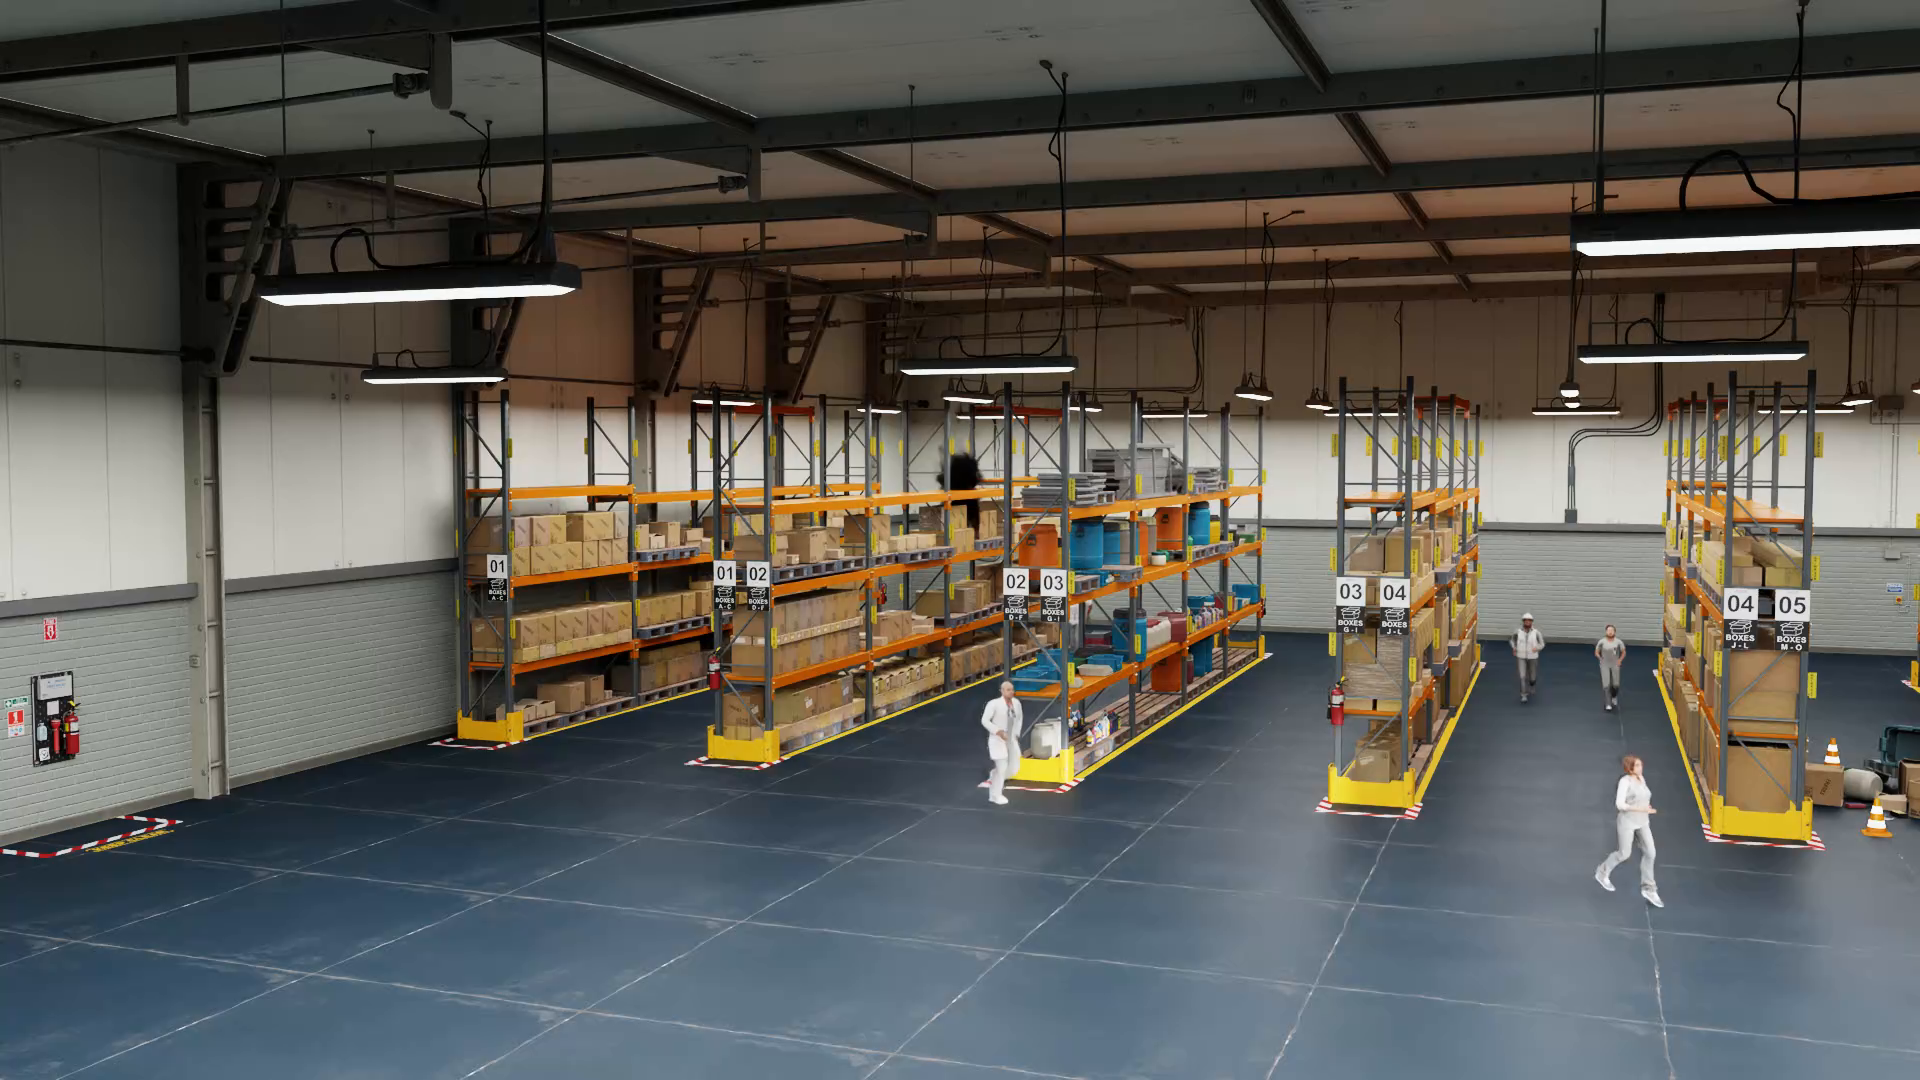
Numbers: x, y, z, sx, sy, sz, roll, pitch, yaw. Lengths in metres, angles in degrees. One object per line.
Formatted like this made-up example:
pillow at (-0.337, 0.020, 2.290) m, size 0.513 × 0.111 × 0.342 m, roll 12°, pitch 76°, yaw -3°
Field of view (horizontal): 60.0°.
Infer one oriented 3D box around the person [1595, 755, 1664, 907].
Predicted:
person at (7.425, 3.185, 18.430) m, size 0.545 × 1.631 × 0.800 m, roll -2°, pitch 4°, yaw -31°

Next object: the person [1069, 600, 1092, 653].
person at (2.513, 1.865, 36.180) m, size 0.687 × 1.880 × 0.705 m, roll 1°, pitch 3°, yaw 10°

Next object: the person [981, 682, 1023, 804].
person at (0.637, 2.894, 23.515) m, size 0.746 × 1.640 × 0.702 m, roll -2°, pitch 4°, yaw -32°

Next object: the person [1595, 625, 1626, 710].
person at (12.437, 2.436, 31.811) m, size 0.560 × 1.607 × 0.578 m, roll 1°, pitch 3°, yaw 22°

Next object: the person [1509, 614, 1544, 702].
person at (11.230, 2.322, 32.969) m, size 0.666 × 1.732 × 0.754 m, roll 1°, pitch 3°, yaw 20°
